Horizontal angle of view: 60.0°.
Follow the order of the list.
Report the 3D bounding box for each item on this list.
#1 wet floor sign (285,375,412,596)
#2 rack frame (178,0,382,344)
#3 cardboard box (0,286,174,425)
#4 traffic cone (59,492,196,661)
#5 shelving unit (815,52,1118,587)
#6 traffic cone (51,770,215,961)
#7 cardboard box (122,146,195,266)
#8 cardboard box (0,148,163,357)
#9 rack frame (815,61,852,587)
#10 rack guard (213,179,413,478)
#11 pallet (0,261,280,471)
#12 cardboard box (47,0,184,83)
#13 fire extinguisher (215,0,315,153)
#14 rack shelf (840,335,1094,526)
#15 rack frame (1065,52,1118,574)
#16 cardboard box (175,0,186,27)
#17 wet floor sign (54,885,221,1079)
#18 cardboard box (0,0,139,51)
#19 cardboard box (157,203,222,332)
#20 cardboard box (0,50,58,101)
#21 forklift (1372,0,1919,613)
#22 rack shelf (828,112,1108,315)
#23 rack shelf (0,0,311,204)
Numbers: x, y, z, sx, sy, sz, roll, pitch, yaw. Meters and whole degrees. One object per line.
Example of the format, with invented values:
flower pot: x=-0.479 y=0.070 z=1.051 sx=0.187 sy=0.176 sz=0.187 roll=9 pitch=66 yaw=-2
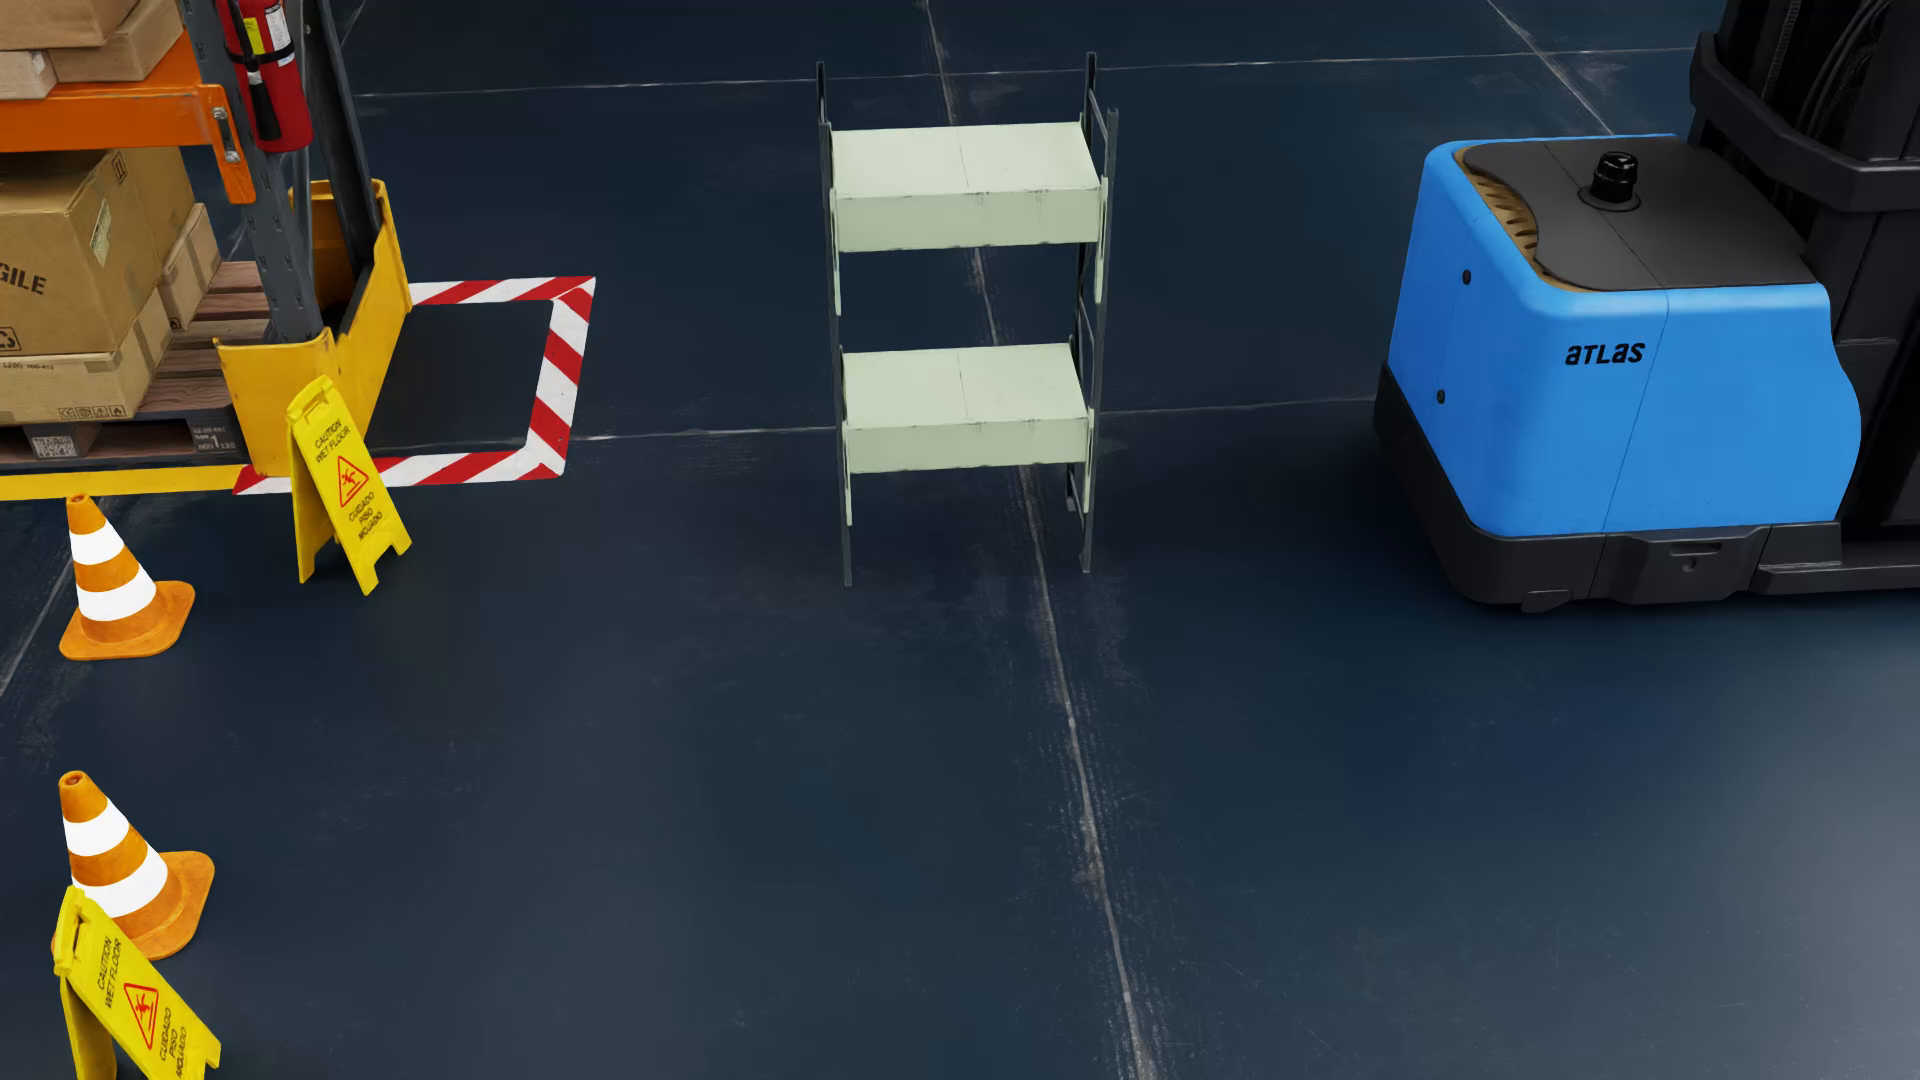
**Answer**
wet floor sign: x=-1.871 y=-0.181 z=4.958 sx=0.232 sy=0.644 sz=0.267 roll=9 pitch=39 yaw=12
rack frame: x=-2.155 y=-1.755 z=5.052 sx=0.127 sy=3.000 sz=1.000 roll=-3 pitch=38 yaw=-4
cardboard box: x=-2.960 y=-0.629 z=5.506 sx=0.500 sy=0.250 sz=0.500 roll=-3 pitch=38 yaw=-4
traffic cone: x=-2.469 y=0.061 z=4.800 sx=0.334 sy=0.463 sz=0.336 roll=-3 pitch=38 yaw=-4
shelving unit: x=0.007 y=-0.589 z=4.786 sx=0.755 sy=1.500 sz=0.431 roll=-3 pitch=38 yaw=-4
traffic cone: x=-2.032 y=0.727 z=3.955 sx=0.334 sy=0.463 sz=0.336 roll=-3 pitch=38 yaw=-4
cardboard box: x=-3.006 y=-1.259 z=5.700 sx=0.500 sy=0.500 sz=0.500 roll=-4 pitch=38 yaw=-5
cardboard box: x=-2.930 y=-0.930 z=5.282 sx=0.500 sy=0.500 sz=0.500 roll=-3 pitch=38 yaw=-4
rack frame: x=-0.358 y=-0.569 z=4.760 sx=0.023 sy=1.500 sz=0.400 roll=-3 pitch=38 yaw=-4
rack guard: x=-2.231 y=-0.769 z=5.821 sx=0.348 sy=0.500 sz=1.175 roll=-3 pitch=38 yaw=-4
pallet: x=-3.043 y=-0.633 z=5.882 sx=1.213 sy=0.211 sz=1.003 roll=-3 pitch=38 yaw=-4
cardboard box: x=-2.508 y=-1.504 z=4.937 sx=0.250 sy=0.149 sz=0.380 roll=-2 pitch=38 yaw=-2
fire extinguisher: x=-2.000 y=-1.446 z=4.724 sx=0.183 sy=0.674 sz=0.296 roll=-3 pitch=38 yaw=-4
rack shelf: x=0.007 y=-0.333 z=4.988 sx=0.720 sy=0.370 sz=0.431 roll=-3 pitch=38 yaw=-4
rack frame: x=0.371 y=-0.609 z=4.811 sx=0.023 sy=1.500 sz=0.400 roll=-3 pitch=38 yaw=-4
cardboard box: x=-2.512 y=-1.765 z=5.269 sx=0.250 sy=0.149 sz=0.380 roll=-3 pitch=38 yaw=-4
wet floor sign: x=-1.762 y=0.995 z=3.468 sx=0.232 sy=0.644 sz=0.267 roll=-9 pitch=39 yaw=-12
cardboard box: x=-2.671 y=-1.711 z=4.676 sx=0.500 sy=0.500 sz=0.500 roll=-4 pitch=38 yaw=-5
cardboard box: x=-2.983 y=-0.967 z=5.934 sx=0.500 sy=0.250 sz=0.500 roll=-3 pitch=38 yaw=-4
cardboard box: x=-2.751 y=-1.421 z=4.833 sx=0.250 sy=0.149 sz=0.380 roll=-4 pitch=38 yaw=-5
forklift: x=2.941 y=-1.301 z=4.532 sx=3.031 sy=2.935 sz=1.130 roll=-3 pitch=38 yaw=-4
rack shelf: x=0.007 y=-0.896 z=4.544 sx=0.720 sy=0.370 sz=0.431 roll=-3 pitch=38 yaw=-4
rack shelf: x=-4.147 y=-1.363 z=5.136 sx=4.000 sy=0.370 sz=1.077 roll=-3 pitch=38 yaw=-4
